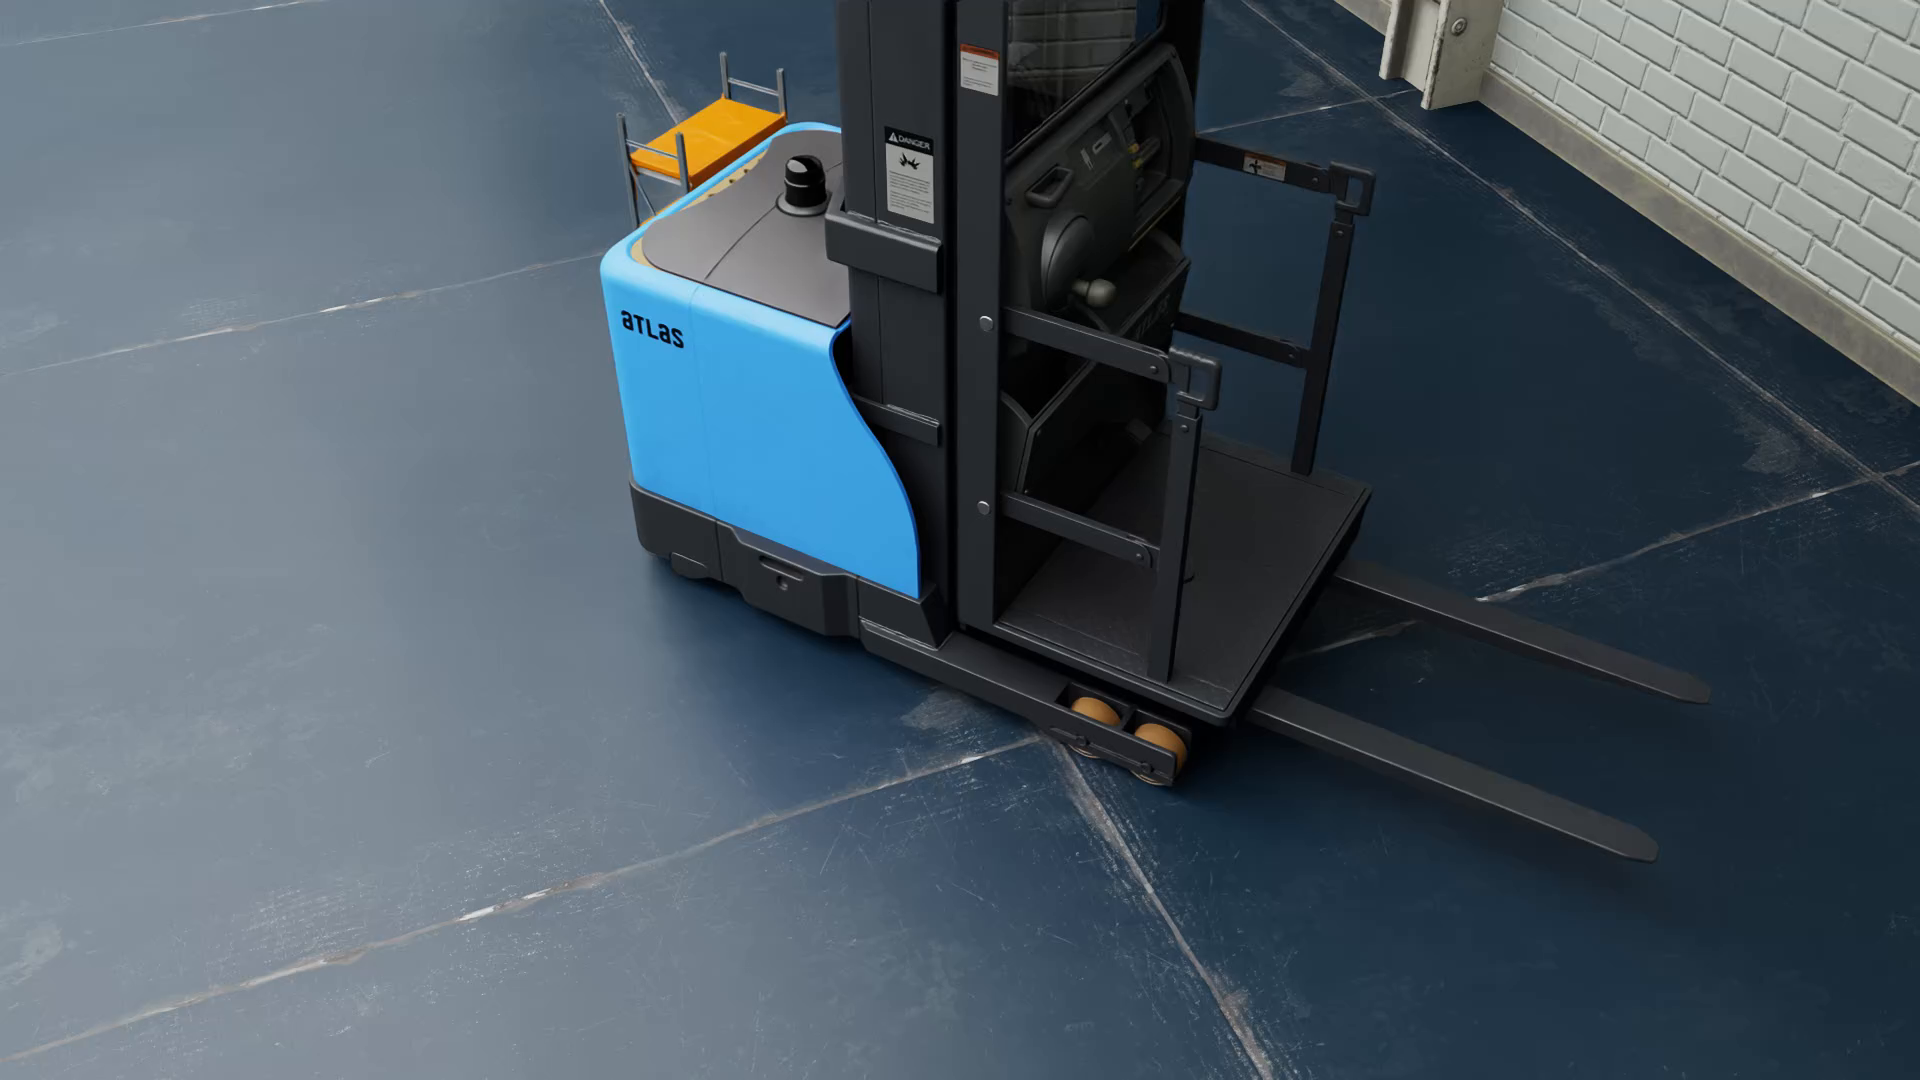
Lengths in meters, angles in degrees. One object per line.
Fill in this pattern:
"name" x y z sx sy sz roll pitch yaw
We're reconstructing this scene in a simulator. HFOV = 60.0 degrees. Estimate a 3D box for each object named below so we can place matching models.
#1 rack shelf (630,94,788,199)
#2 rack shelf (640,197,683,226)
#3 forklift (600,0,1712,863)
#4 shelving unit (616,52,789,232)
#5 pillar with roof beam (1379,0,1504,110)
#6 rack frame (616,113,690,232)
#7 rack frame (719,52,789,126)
"rack shelf" -0.770 -1.181 5.100 0.258 0.148 0.480 22 45 24
"rack shelf" -0.769 -1.002 5.254 0.258 0.148 0.480 22 45 24
"forklift" 0.534 -0.851 3.991 3.031 2.935 1.130 21 45 22
"shelving unit" -0.769 -0.883 5.356 0.258 1.200 0.503 22 45 24
"pillar with roof beam" -1.803 -4.434 3.505 9.100 9.000 0.400 -15 43 -17
"rack frame" -0.897 -0.748 5.199 0.240 1.200 0.015 22 45 24
"rack frame" -0.641 -1.018 5.514 0.240 1.200 0.015 22 45 24
